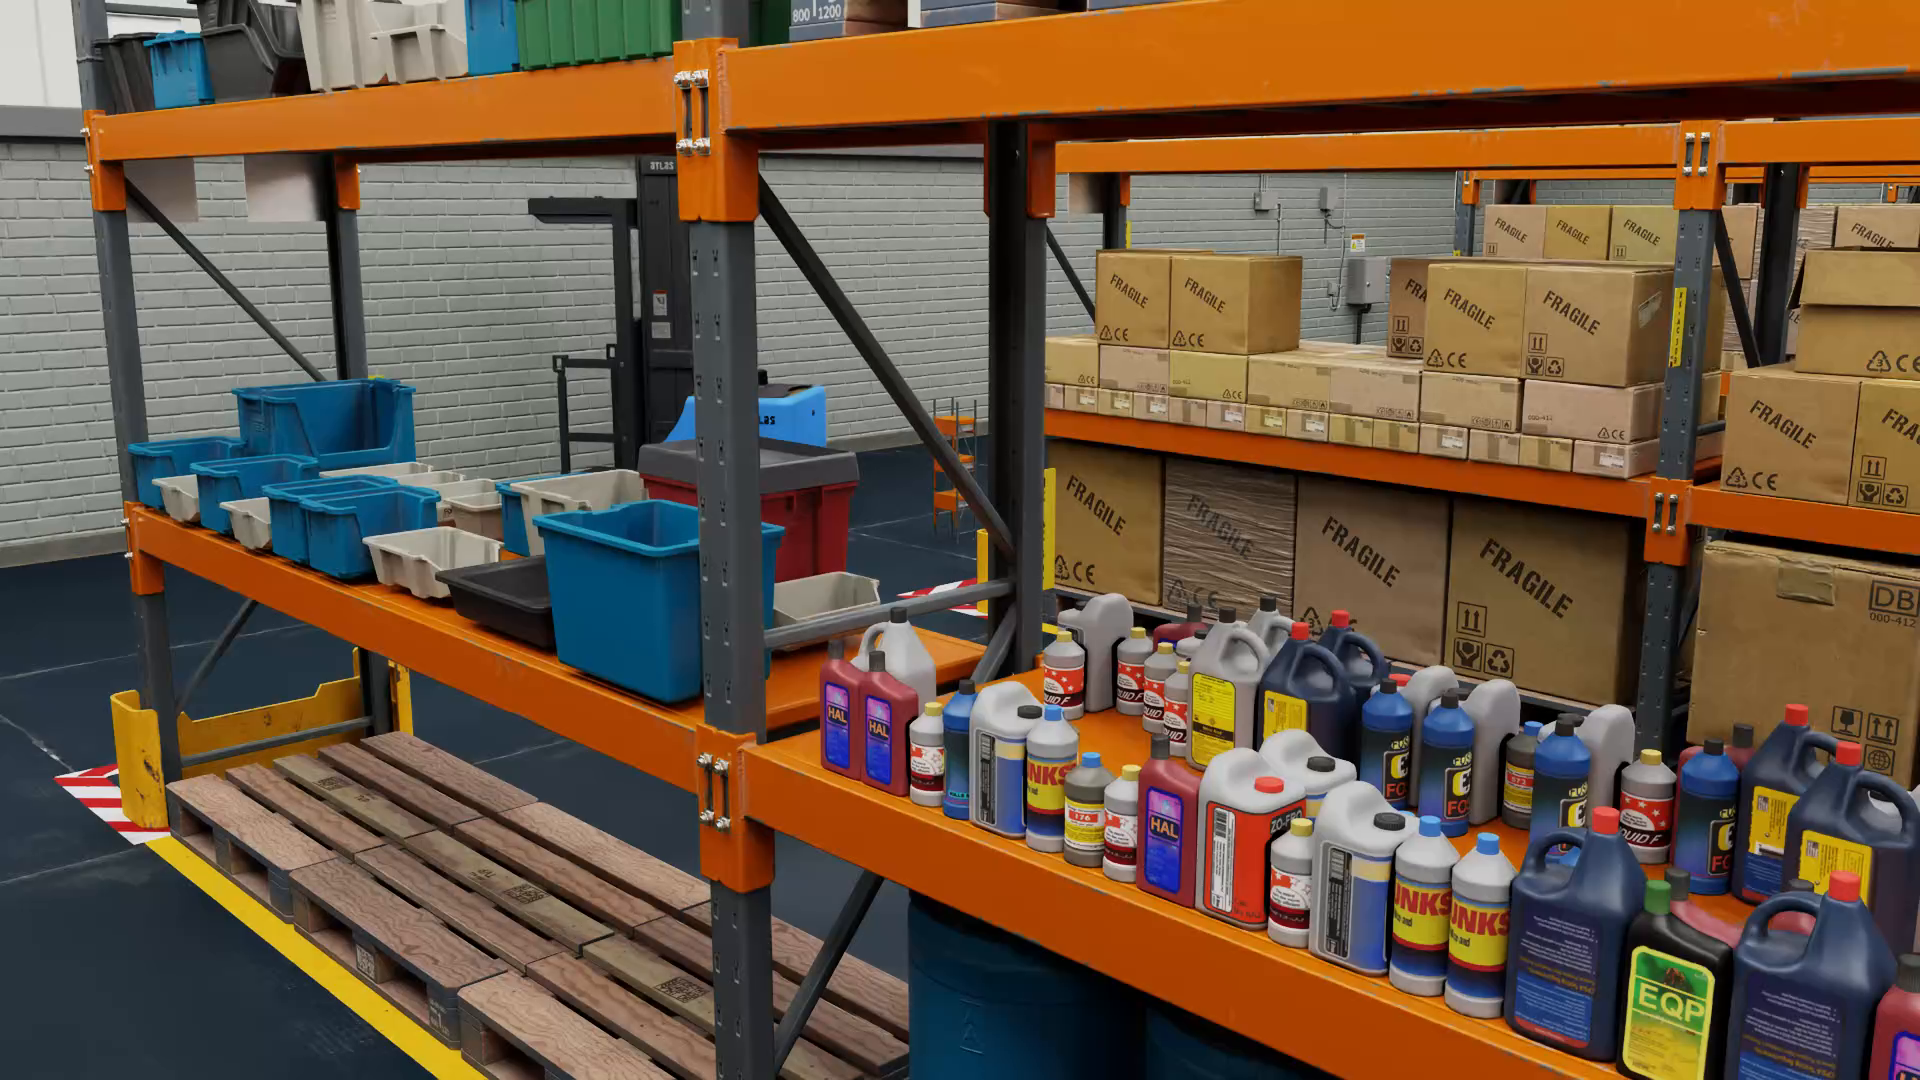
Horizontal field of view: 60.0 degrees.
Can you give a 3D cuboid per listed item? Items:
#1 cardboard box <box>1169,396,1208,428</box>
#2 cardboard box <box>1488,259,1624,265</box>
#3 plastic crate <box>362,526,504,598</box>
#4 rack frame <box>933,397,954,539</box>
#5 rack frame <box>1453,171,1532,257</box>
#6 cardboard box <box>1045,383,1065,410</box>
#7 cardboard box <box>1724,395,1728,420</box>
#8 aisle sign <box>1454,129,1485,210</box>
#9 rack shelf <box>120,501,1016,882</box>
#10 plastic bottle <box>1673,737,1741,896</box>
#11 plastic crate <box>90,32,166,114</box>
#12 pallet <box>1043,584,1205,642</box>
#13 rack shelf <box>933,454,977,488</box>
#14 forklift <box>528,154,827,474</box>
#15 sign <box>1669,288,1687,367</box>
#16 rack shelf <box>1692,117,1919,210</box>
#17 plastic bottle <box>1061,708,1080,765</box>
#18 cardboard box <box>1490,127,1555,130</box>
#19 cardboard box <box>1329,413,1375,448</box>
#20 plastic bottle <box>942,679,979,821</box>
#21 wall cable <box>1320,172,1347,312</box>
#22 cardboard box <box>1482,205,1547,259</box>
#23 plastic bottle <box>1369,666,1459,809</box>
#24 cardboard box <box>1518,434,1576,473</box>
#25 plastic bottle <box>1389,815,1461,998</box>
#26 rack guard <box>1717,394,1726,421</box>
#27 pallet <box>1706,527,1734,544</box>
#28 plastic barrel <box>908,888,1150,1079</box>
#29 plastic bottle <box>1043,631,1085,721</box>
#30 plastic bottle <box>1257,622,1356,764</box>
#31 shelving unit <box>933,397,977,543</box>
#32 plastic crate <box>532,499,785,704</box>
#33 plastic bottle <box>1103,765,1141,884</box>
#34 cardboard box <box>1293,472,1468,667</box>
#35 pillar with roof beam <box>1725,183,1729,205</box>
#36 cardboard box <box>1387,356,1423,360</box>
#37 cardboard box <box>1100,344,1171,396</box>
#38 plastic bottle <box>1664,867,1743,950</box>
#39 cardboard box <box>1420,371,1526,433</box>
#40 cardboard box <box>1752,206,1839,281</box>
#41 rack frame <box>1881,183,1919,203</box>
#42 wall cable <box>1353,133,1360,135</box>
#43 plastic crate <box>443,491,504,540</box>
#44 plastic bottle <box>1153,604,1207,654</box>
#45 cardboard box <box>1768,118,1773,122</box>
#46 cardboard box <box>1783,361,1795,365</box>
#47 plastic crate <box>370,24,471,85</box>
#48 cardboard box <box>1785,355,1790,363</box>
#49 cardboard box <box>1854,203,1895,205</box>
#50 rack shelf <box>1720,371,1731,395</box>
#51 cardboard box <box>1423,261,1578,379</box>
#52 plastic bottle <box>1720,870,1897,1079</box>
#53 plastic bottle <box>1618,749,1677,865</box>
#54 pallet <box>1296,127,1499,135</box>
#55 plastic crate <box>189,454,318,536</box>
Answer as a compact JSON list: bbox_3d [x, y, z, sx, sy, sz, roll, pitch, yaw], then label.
[{"bbox_3d":[1.354,-0.716,9.077,0.380,0.149,0.250,-11,16,-44],"label":"cardboard box"},{"bbox_3d":[2.919,-1.121,8.195,0.500,0.500,0.500,-11,16,-43],"label":"cardboard box"},{"bbox_3d":[-1.603,0.075,5.120,0.293,0.136,0.466,-11,16,-43],"label":"plastic crate"},{"bbox_3d":[-0.121,-0.540,12.430,0.200,1.050,0.008,-11,16,-43],"label":"rack frame"},{"bbox_3d":[4.294,-1.763,13.536,1.000,3.000,0.127,-11,16,-43],"label":"rack frame"},{"bbox_3d":[0.643,-0.866,9.804,0.380,0.149,0.250,-11,16,-42],"label":"cardboard box"},{"bbox_3d":[8.332,-1.336,16.772,0.875,0.438,0.875,11,16,43],"label":"cardboard box"},{"bbox_3d":[4.027,-3.005,13.123,0.394,0.787,0.004,-11,16,-43],"label":"aisle sign"},{"bbox_3d":[-1.564,0.248,5.559,1.077,0.370,4.000,-11,16,-43],"label":"rack shelf"},{"bbox_3d":[1.325,0.484,2.947,0.097,0.271,0.097,0,12,0],"label":"plastic bottle"},{"bbox_3d":[-2.881,-1.707,6.152,0.497,0.269,0.590,-11,16,-43],"label":"plastic crate"},{"bbox_3d":[1.246,0.385,10.021,1.003,0.211,1.213,-11,16,-43],"label":"pallet"},{"bbox_3d":[-0.037,-0.512,12.346,0.215,0.259,0.240,-11,16,-43],"label":"rack shelf"},{"bbox_3d":[-2.601,-1.560,12.718,3.031,2.935,1.130,2,12,11],"label":"forklift"},{"bbox_3d":[2.999,-0.888,6.948,0.100,0.325,0.005,-11,16,-43],"label":"sign"},{"bbox_3d":[4.780,-1.328,5.773,1.077,0.370,4.000,-11,16,-43],"label":"rack shelf"},{"bbox_3d":[0.191,0.438,3.342,0.097,0.201,0.097,0,12,0],"label":"plastic bottle"},{"bbox_3d":[4.419,-3.058,12.758,0.500,0.250,0.500,-10,15,-41],"label":"cardboard box"},{"bbox_3d":[2.064,-0.566,8.349,0.380,0.149,0.250,-11,16,-43],"label":"cardboard box"},{"bbox_3d":[0.014,0.411,3.301,0.097,0.271,0.097,0,12,0],"label":"plastic bottle"},{"bbox_3d":[4.911,-3.984,21.799,0.588,1.984,0.122,-11,16,-43],"label":"wall cable"},{"bbox_3d":[4.412,-2.345,12.898,0.500,0.500,0.500,-11,16,-43],"label":"cardboard box"},{"bbox_3d":[0.923,0.387,3.405,0.152,0.276,0.135,-11,16,-43],"label":"plastic bottle"},{"bbox_3d":[2.773,-0.416,7.622,0.380,0.149,0.250,-10,16,-41],"label":"cardboard box"},{"bbox_3d":[0.721,0.561,2.576,0.097,0.271,0.097,0,12,0],"label":"plastic bottle"},{"bbox_3d":[7.788,-1.247,17.225,1.175,0.500,0.348,-11,16,-43],"label":"rack guard"},{"bbox_3d":[5.720,-0.085,12.300,1.003,0.211,1.213,-11,16,-43],"label":"pallet"},{"bbox_3d":[0.180,1.091,3.842,0.600,0.901,0.708,-11,16,-43],"label":"plastic barrel"},{"bbox_3d":[0.246,0.317,3.931,0.097,0.201,0.097,0,12,0],"label":"plastic bottle"},{"bbox_3d":[0.712,0.347,3.416,0.144,0.351,0.185,-11,16,-43],"label":"plastic bottle"},{"bbox_3d":[-0.037,-0.522,12.343,0.215,1.050,0.252,-11,16,-43],"label":"shelving unit"},{"bbox_3d":[-0.752,0.145,4.165,0.392,0.384,0.575,-11,16,-43],"label":"plastic crate"},{"bbox_3d":[0.308,0.508,3.006,0.097,0.201,0.097,0,12,0],"label":"plastic bottle"},{"bbox_3d":[2.380,0.093,8.751,0.875,0.875,0.875,-11,16,-43],"label":"cardboard box"},{"bbox_3d":[7.068,-6.017,19.318,9.100,9.000,0.400,-11,16,-43],"label":"pillar with roof beam"},{"bbox_3d":[2.562,-0.828,8.633,0.500,0.250,0.500,-10,16,-41],"label":"cardboard box"},{"bbox_3d":[1.137,-0.976,9.352,0.500,0.250,0.500,-11,16,-43],"label":"cardboard box"},{"bbox_3d":[1.026,0.607,2.322,0.061,0.283,0.133,-11,16,-43],"label":"plastic bottle"},{"bbox_3d":[2.545,-0.678,7.905,0.500,0.250,0.500,-10,15,-41],"label":"cardboard box"},{"bbox_3d":[5.832,-2.046,11.446,0.500,0.500,0.500,-10,16,-41],"label":"cardboard box"},{"bbox_3d":[11.392,-3.160,20.316,1.000,3.000,0.127,-11,16,-43],"label":"rack frame"},{"bbox_3d":[6.259,-6.702,22.550,2.988,3.039,0.133,-11,16,-43],"label":"wall cable"},{"bbox_3d":[-1.634,-0.081,5.875,0.298,0.136,0.250,-11,16,-43],"label":"plastic crate"},{"bbox_3d":[0.516,0.284,3.888,0.061,0.283,0.133,-11,16,-43],"label":"plastic bottle"},{"bbox_3d":[5.834,-2.758,11.301,0.500,0.250,0.500,-11,16,-43],"label":"cardboard box"},{"bbox_3d":[3.920,-0.522,7.263,0.500,0.500,0.500,-11,16,-42],"label":"cardboard box"},{"bbox_3d":[-1.337,-1.285,4.437,0.293,0.136,0.466,-11,16,-43],"label":"plastic crate"},{"bbox_3d":[5.785,-1.256,11.698,0.380,0.149,0.250,-11,16,-43],"label":"cardboard box"},{"bbox_3d":[8.593,-3.085,15.617,0.380,0.149,0.250,-11,16,-42],"label":"cardboard box"},{"bbox_3d":[5.675,-1.119,12.192,1.077,0.370,4.000,-11,16,-43],"label":"rack shelf"},{"bbox_3d":[2.545,-1.046,7.831,0.500,0.500,0.500,-11,16,-42],"label":"cardboard box"},{"bbox_3d":[1.122,0.600,2.189,0.144,0.351,0.185,-11,16,-43],"label":"plastic bottle"},{"bbox_3d":[1.276,0.490,3.090,0.097,0.201,0.097,0,12,0],"label":"plastic bottle"},{"bbox_3d":[2.003,-2.228,8.576,1.003,0.211,1.213,-11,16,-43],"label":"pallet"},{"bbox_3d":[-2.558,-0.166,6.050,0.416,0.233,0.300,-11,16,-43],"label":"plastic crate"}]
